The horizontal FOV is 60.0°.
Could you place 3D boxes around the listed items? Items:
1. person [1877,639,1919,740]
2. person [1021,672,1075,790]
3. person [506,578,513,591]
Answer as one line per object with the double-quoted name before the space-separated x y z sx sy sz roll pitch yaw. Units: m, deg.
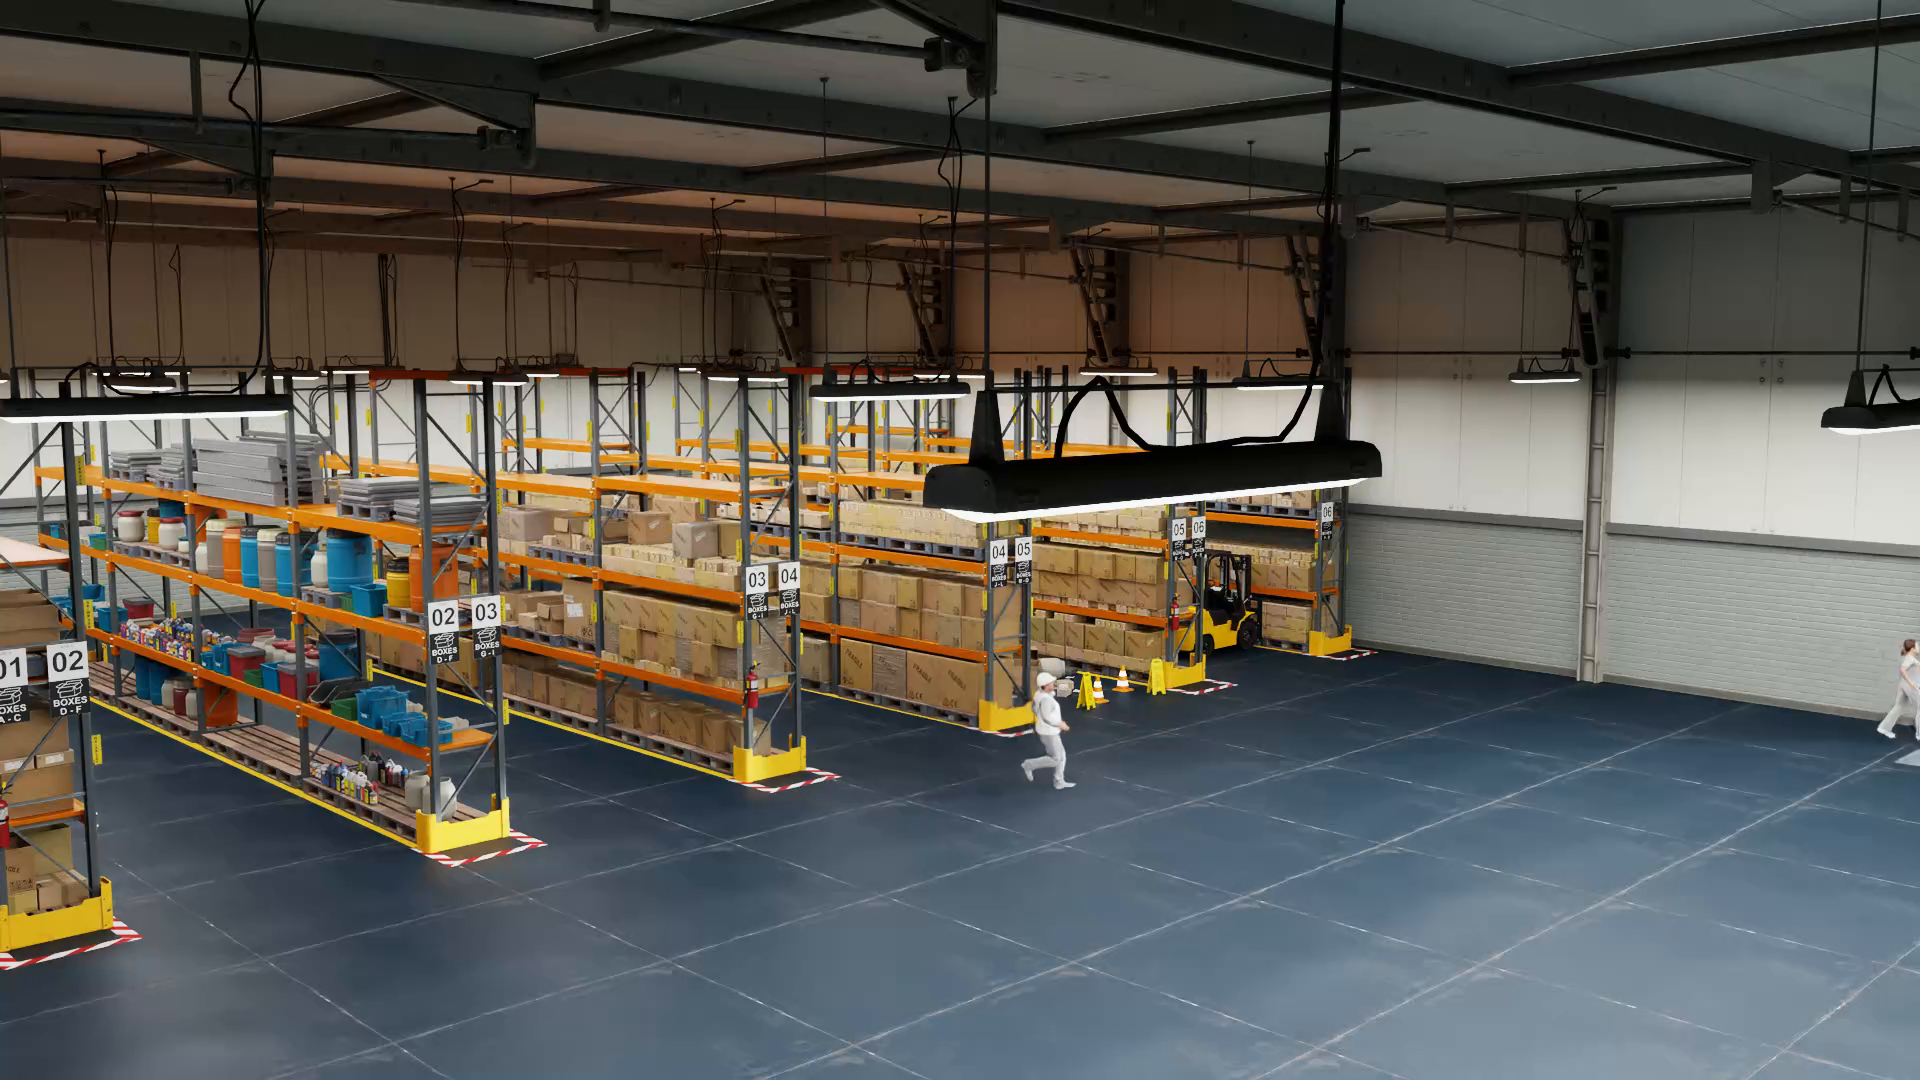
"person" 15.360 2.452 26.936 0.830 1.715 0.541 1 7 8
"person" 1.269 2.772 24.074 0.814 1.740 0.676 -1 6 -7
"person" -9.266 1.615 34.173 0.892 1.706 0.601 5 8 40
